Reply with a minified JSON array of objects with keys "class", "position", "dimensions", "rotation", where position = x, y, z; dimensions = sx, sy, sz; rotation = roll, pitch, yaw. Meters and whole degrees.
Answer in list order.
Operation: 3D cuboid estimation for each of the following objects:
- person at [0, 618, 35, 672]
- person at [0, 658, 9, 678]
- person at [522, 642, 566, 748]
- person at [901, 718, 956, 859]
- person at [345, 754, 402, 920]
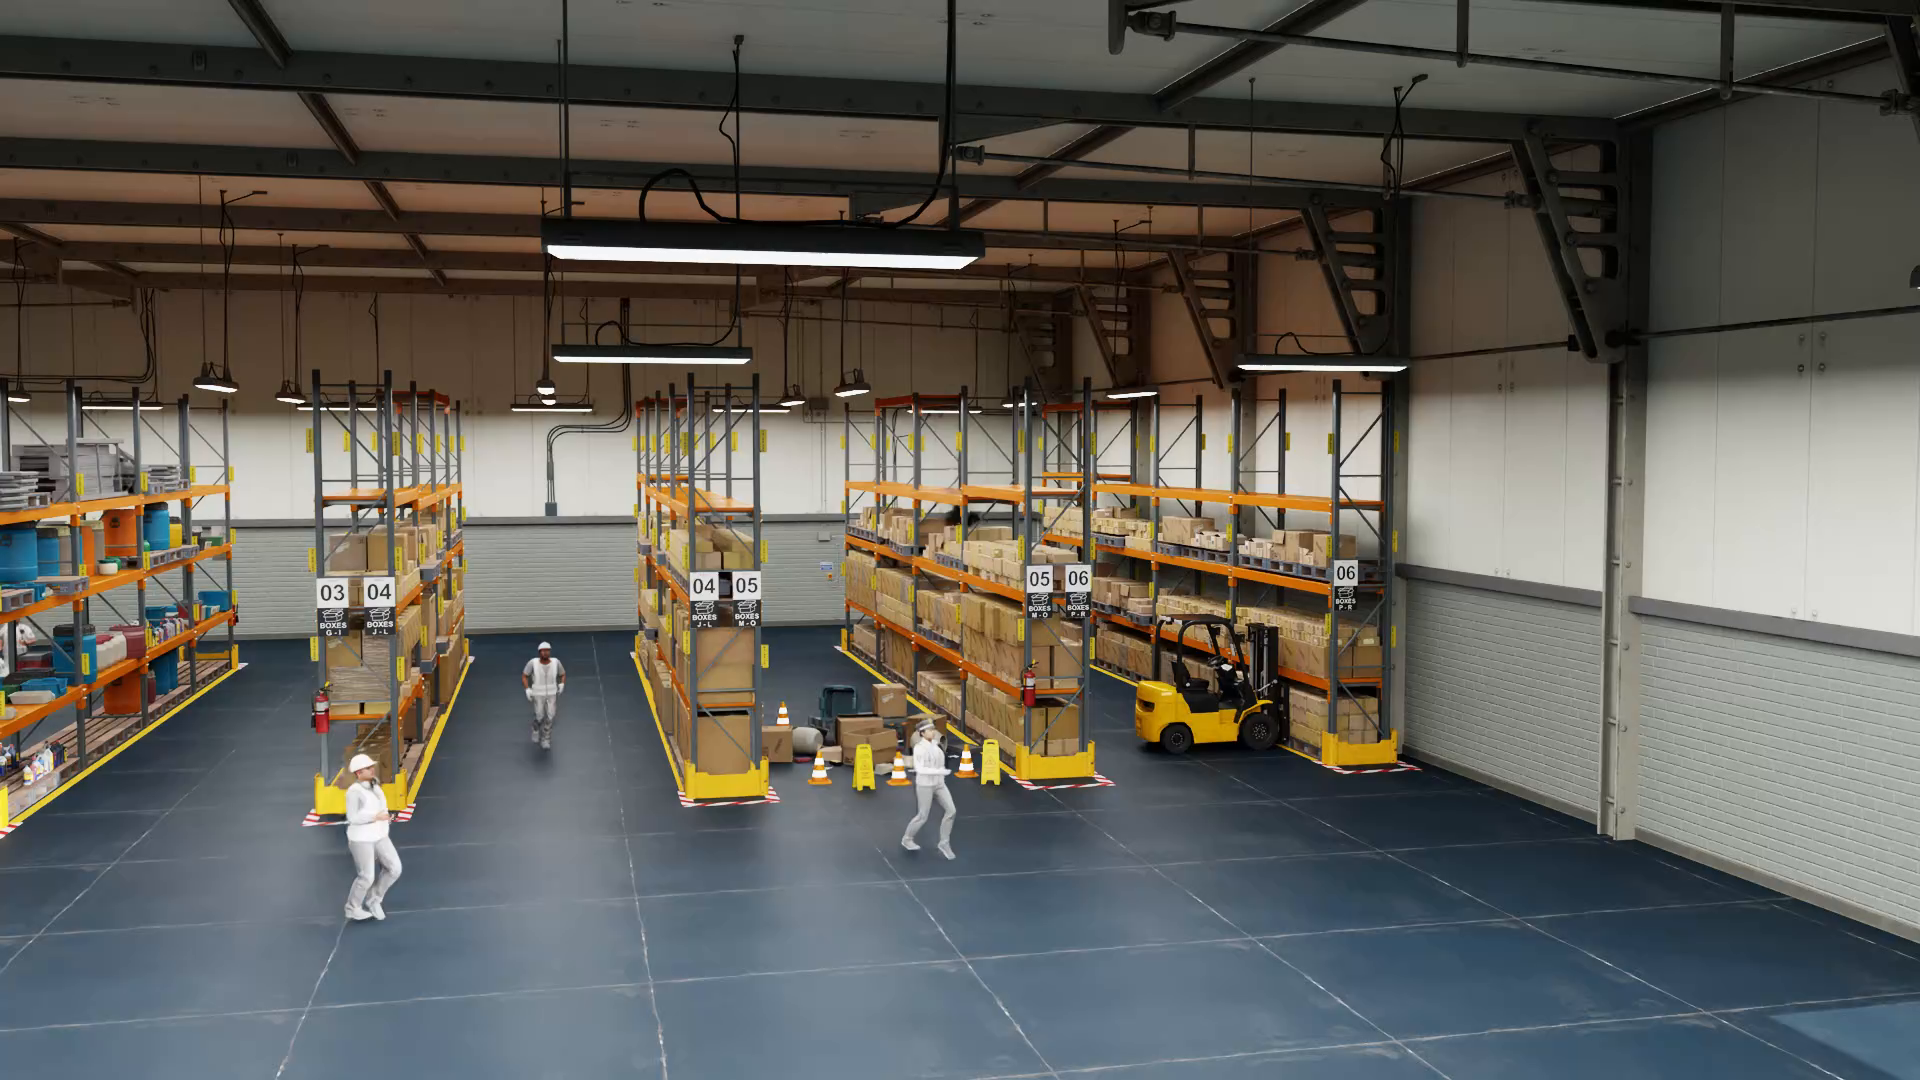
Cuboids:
[{"class":"person","position":[-18.387,2.238,32.387],"dimensions":[0.672,1.755,0.953],"rotation":[-2,4,-26]},{"class":"person","position":[-16.556,2.537,28.357],"dimensions":[0.606,1.654,0.599],"rotation":[-1,3,-16]},{"class":"person","position":[-6.819,2.551,27.364],"dimensions":[0.695,1.746,0.590],"rotation":[-2,4,-26]},{"class":"person","position":[-0.370,3.011,20.227],"dimensions":[0.739,1.726,0.619],"rotation":[3,4,38]},{"class":"person","position":[-6.133,3.123,17.375],"dimensions":[0.658,1.779,0.641],"rotation":[1,3,16]}]
